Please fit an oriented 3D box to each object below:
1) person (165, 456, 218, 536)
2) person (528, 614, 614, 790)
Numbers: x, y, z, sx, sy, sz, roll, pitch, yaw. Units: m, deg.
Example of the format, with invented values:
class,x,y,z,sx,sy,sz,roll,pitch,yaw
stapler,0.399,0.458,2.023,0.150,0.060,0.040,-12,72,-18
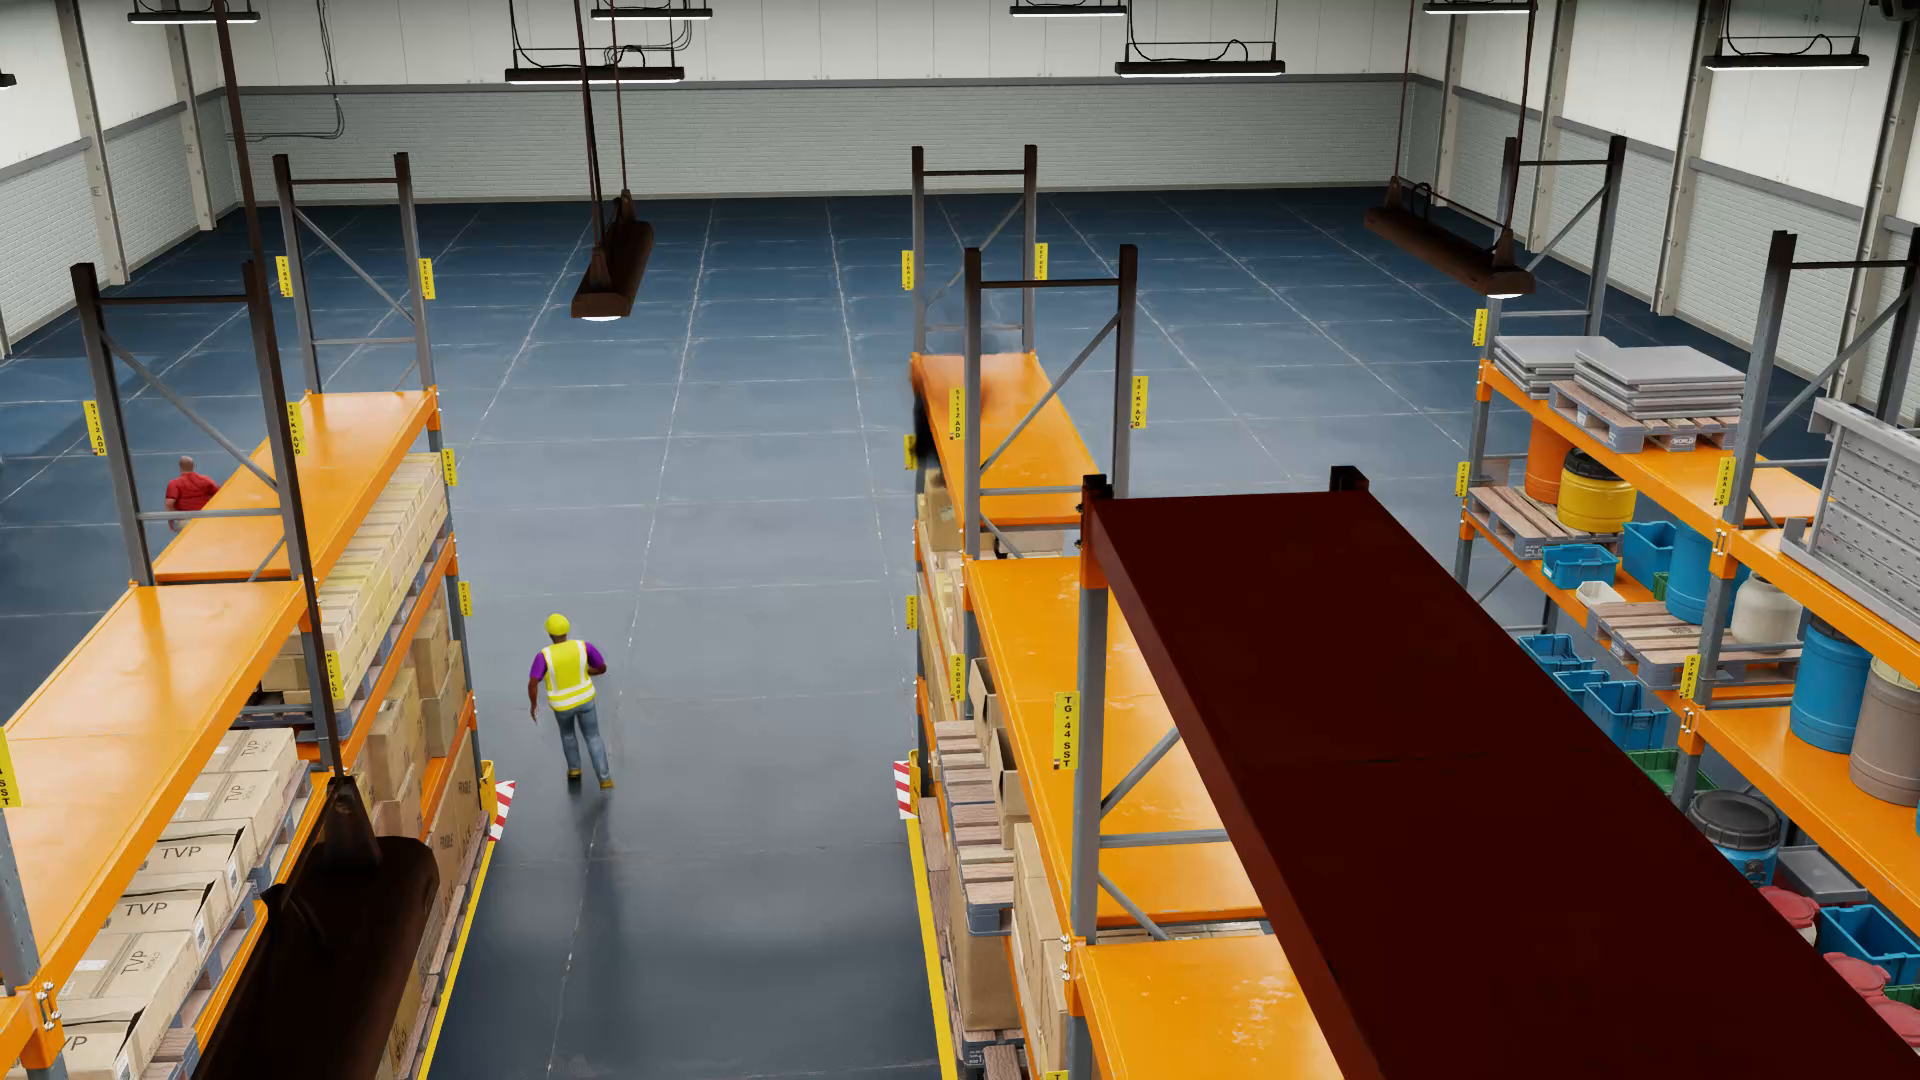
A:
class,x,y,z,sx,sy,sz,roll,pitch,yaw
person,-9.136,-0.185,19.851,0.645,1.691,0.684,20,29,40
person,-3.625,1.527,15.413,0.750,1.802,0.854,-9,23,-22
